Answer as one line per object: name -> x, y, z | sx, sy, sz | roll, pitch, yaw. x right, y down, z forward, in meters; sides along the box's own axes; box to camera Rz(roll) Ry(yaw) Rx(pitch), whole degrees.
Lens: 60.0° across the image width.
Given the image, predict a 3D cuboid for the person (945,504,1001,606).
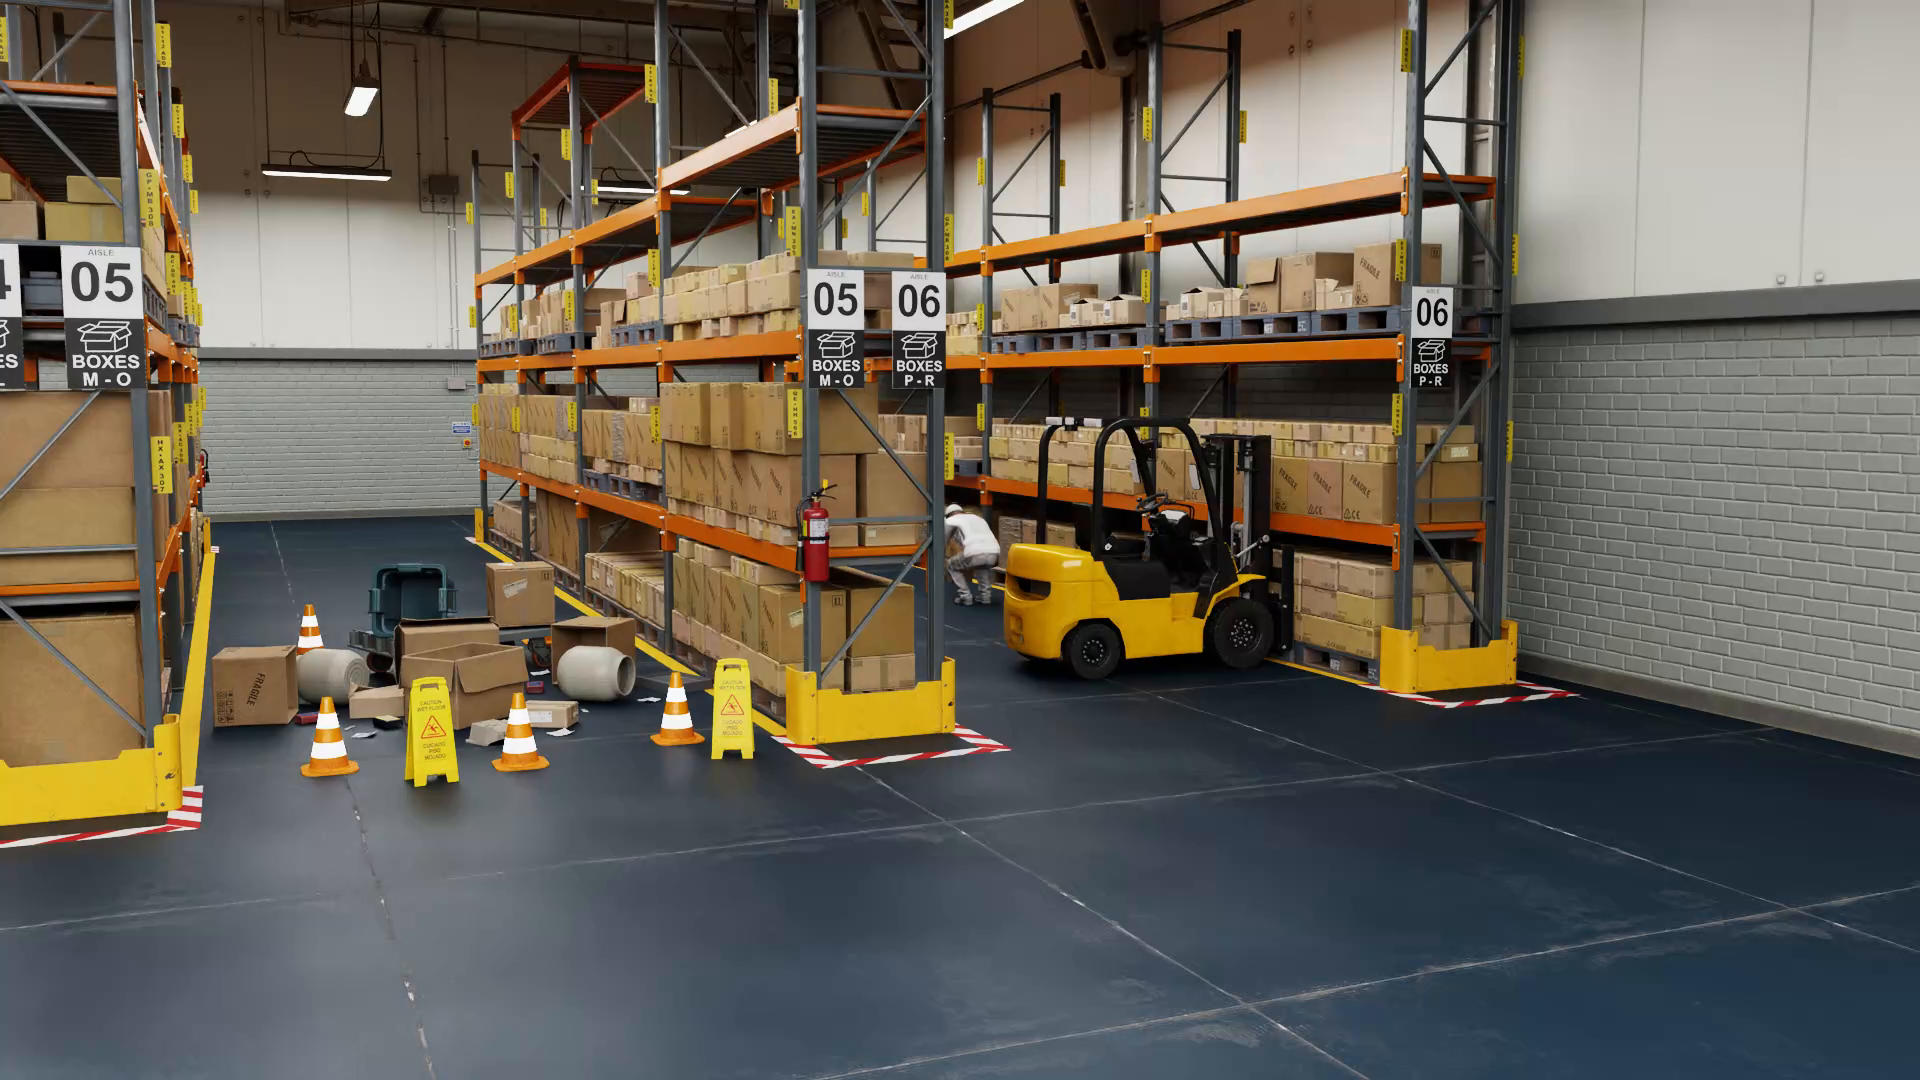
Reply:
person -> 0.082, 0.164, 18.598 | 0.581, 1.090, 0.878 | -2, 6, -24
